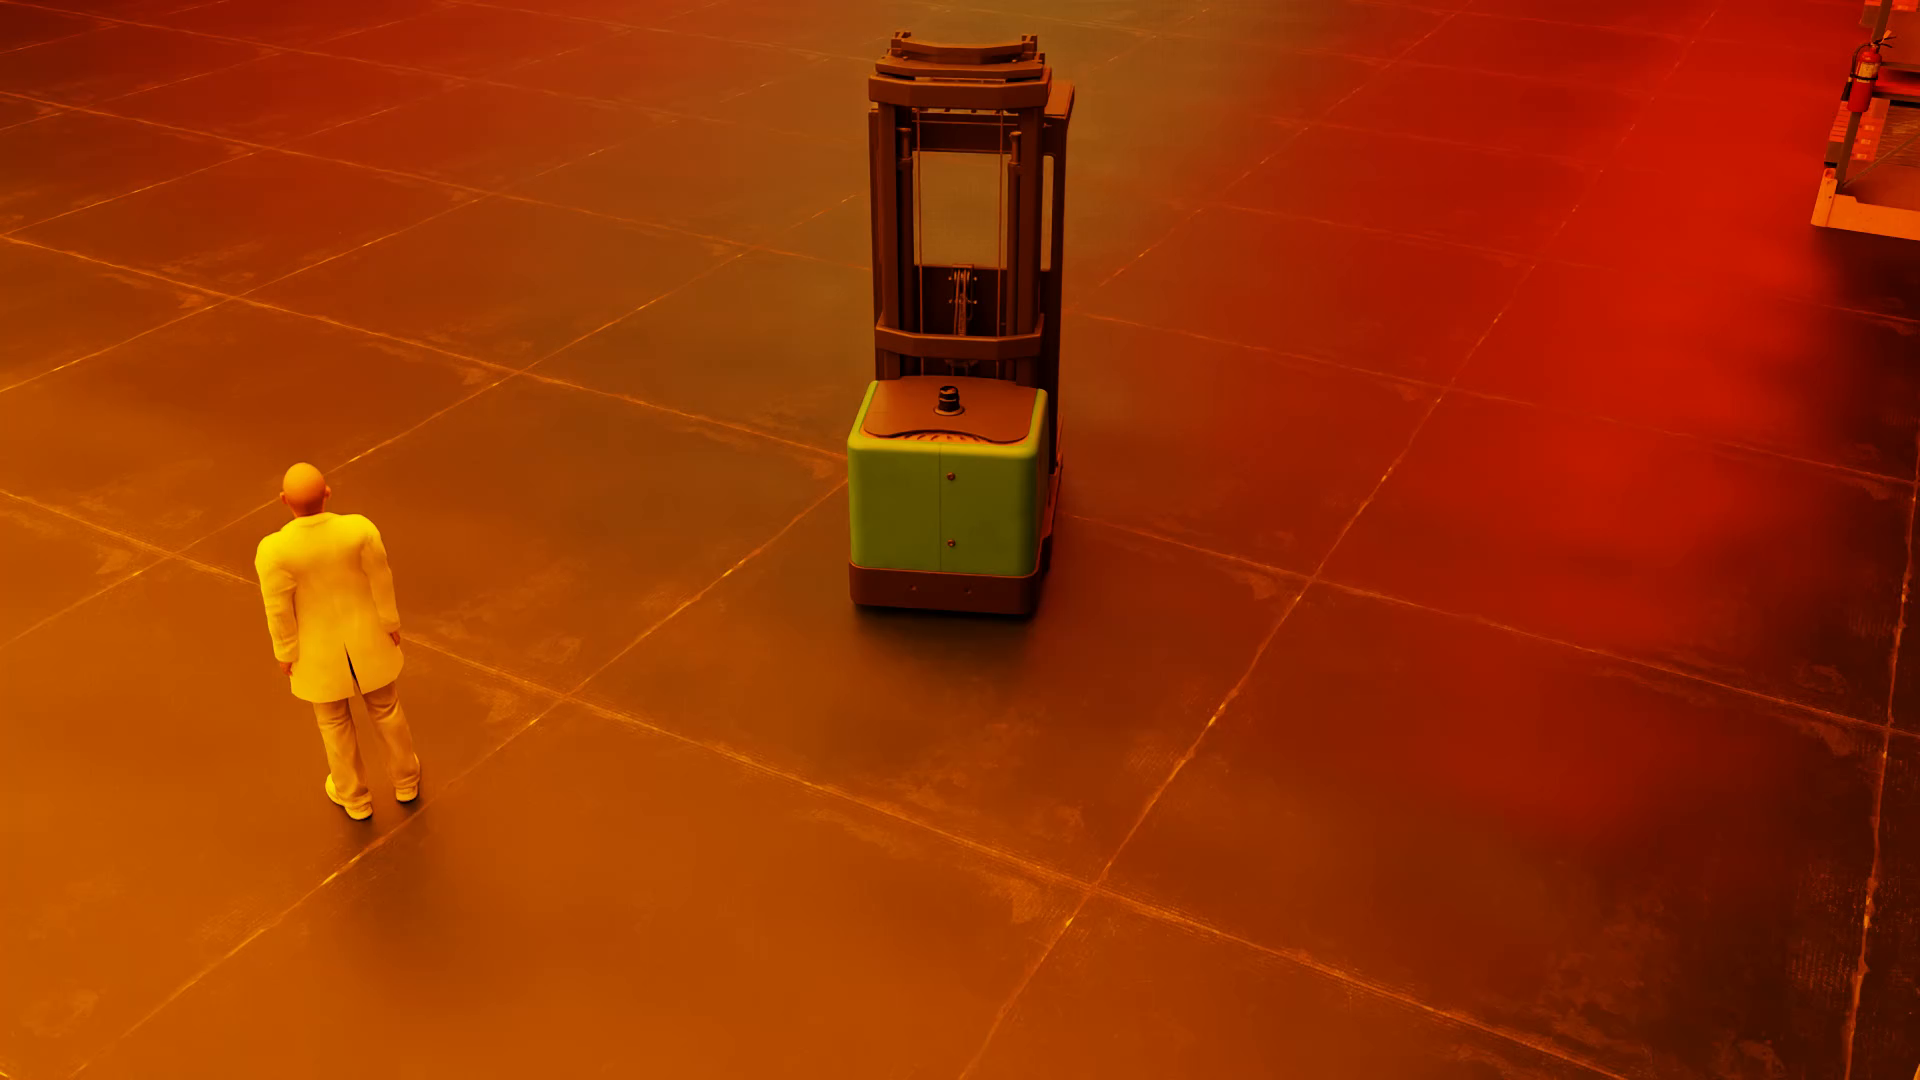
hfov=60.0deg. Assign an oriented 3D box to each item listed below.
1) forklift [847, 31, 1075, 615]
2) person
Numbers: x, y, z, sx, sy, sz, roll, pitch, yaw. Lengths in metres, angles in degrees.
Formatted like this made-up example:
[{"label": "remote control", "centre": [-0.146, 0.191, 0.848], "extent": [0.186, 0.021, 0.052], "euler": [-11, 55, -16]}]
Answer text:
[{"label": "forklift", "centre": [0.072, -1.572, 9.794], "extent": [1.130, 2.935, 3.031], "euler": [3, 30, 6]}, {"label": "person", "centre": [-2.800, 0.436, 7.465], "extent": [0.547, 1.782, 0.392], "euler": [-17, 34, -27]}]
